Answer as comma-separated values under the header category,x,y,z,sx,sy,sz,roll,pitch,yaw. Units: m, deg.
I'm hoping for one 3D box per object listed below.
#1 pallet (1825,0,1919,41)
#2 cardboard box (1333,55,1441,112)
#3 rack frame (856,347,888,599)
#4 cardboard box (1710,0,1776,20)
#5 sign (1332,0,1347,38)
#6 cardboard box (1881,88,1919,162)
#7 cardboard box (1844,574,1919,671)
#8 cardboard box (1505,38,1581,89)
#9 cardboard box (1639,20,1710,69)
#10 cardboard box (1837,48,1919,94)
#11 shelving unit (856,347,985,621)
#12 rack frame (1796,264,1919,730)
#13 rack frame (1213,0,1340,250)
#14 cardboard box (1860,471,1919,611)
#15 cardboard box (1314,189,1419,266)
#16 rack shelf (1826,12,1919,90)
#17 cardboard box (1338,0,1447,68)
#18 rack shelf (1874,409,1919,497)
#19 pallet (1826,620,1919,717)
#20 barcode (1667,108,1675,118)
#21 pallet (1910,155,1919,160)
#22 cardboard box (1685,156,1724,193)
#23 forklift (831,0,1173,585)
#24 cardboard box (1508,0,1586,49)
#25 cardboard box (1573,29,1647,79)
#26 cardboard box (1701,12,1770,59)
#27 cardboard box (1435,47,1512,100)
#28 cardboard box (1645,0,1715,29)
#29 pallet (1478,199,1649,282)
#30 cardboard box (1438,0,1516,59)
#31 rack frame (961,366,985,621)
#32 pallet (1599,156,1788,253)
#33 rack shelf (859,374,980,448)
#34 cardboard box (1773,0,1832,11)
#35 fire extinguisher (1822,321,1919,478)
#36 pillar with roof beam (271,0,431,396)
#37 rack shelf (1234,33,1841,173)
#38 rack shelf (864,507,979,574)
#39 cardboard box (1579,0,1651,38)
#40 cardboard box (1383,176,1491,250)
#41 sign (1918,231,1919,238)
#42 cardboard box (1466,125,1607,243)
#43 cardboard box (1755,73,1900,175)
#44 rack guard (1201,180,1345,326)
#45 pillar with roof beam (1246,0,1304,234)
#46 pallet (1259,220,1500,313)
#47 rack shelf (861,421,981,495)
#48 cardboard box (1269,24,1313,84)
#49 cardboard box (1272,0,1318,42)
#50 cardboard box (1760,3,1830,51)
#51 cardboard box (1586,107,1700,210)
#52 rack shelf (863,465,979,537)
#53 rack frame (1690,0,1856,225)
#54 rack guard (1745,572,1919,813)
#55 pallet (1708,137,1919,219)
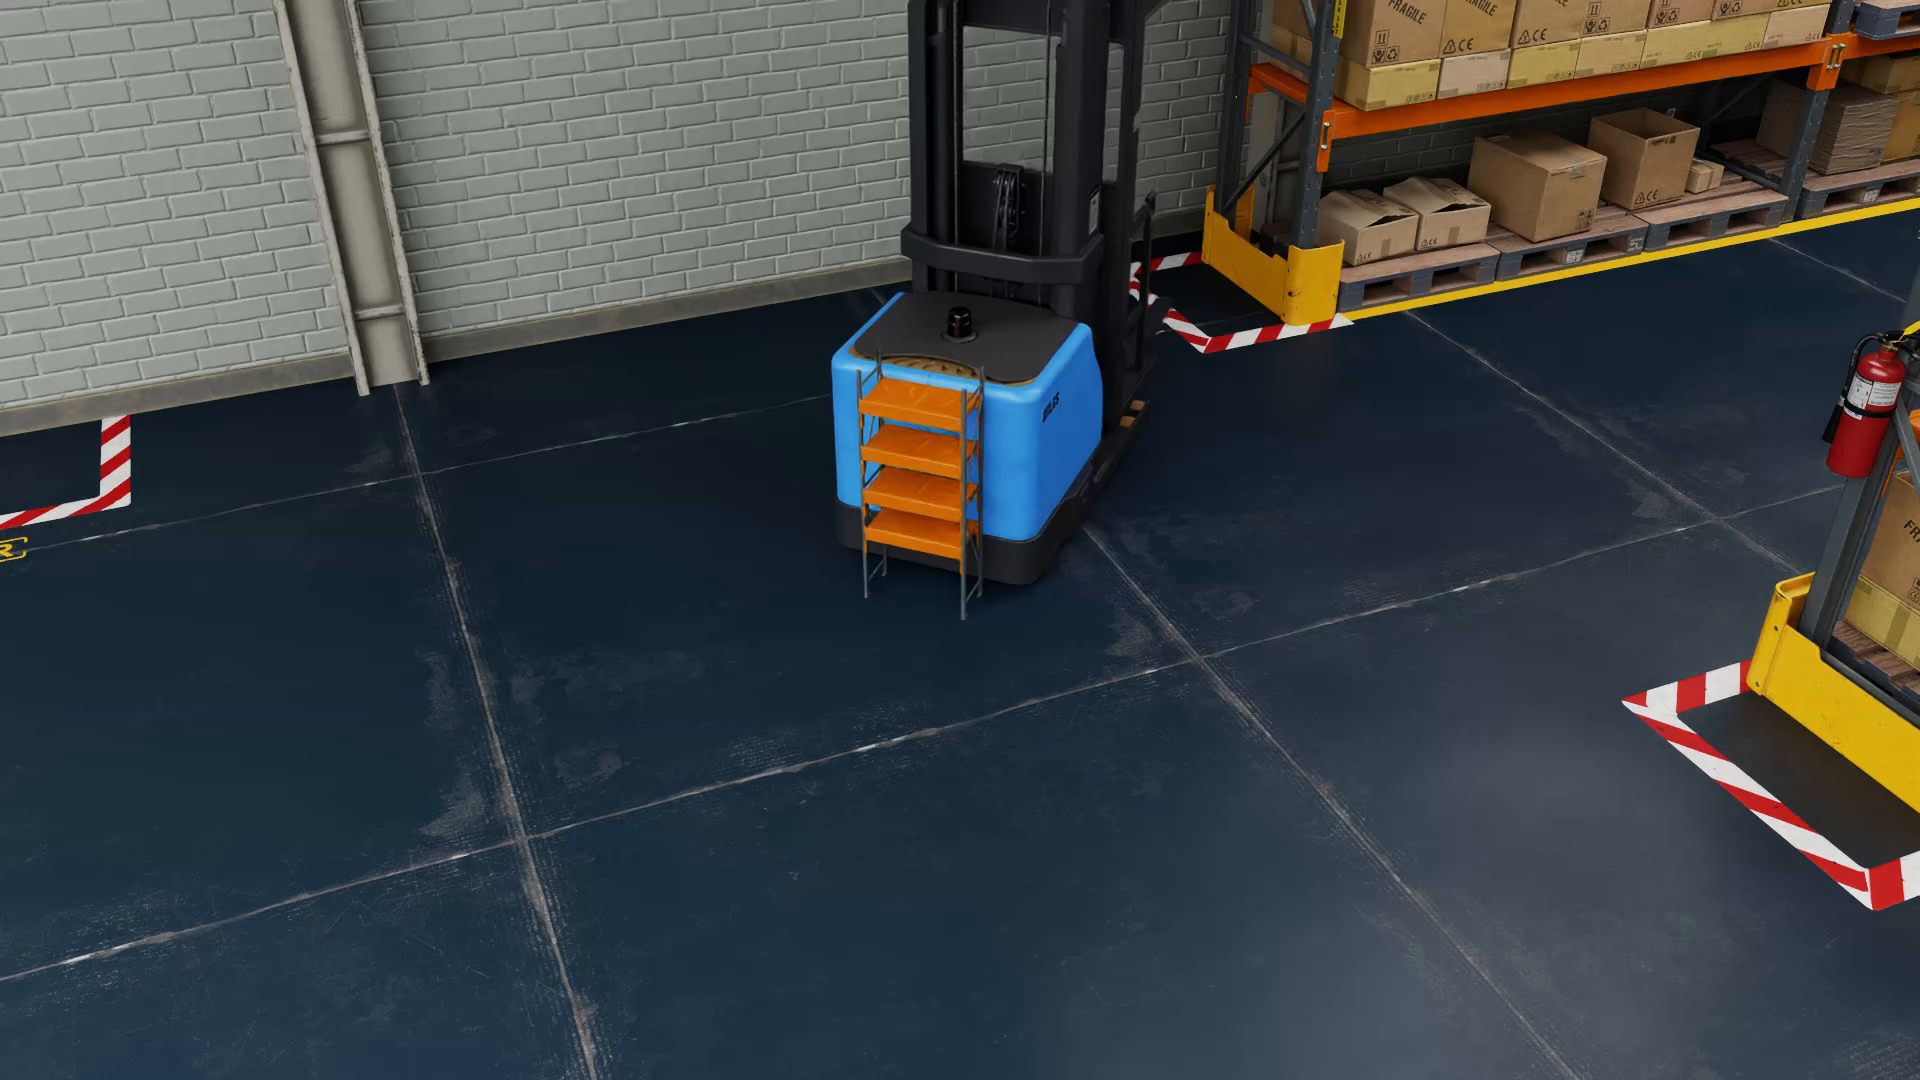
category,x,y,z,sx,sy,sz,roll,pitch,yaw
pallet,6.359,-3.736,11.418,1.213,0.211,1.003,-13,35,-19
cardboard box,2.483,-2.773,9.880,0.500,0.250,0.500,-14,36,-20
rack frame,-0.398,-0.288,7.592,0.015,1.200,0.240,12,35,18
cardboard box,4.824,-3.625,10.502,0.500,0.500,0.500,-13,35,-19
sign,2.120,-2.974,9.277,0.005,0.325,0.100,-13,35,-19
cardboard box,6.727,-3.163,12.250,0.500,0.500,0.700,-14,35,-20
cardboard box,4.211,0.321,7.142,0.500,0.250,0.500,-13,35,-19
cardboard box,3.428,-2.994,10.221,0.500,0.250,0.500,-13,35,-20
cardboard box,4.358,-3.207,10.547,0.500,0.250,0.500,-13,35,-19
cardboard box,6.675,-3.438,11.984,0.500,0.250,0.500,-14,35,-20
shelving unit,-0.171,-0.240,7.518,0.503,1.200,0.258,12,35,18
rack frame,3.831,-0.394,6.105,0.127,3.000,1.000,-13,35,-19
rack frame,1.910,-2.884,9.932,0.127,3.000,1.000,-13,35,-19
cardboard box,4.210,0.006,6.940,0.500,0.500,0.500,-13,35,-19
cardboard box,2.583,-2.042,10.700,0.500,0.311,0.500,-17,37,-24
rack shelf,7.442,-3.849,12.075,4.000,0.370,1.077,-13,35,-19
cardboard box,2.466,-3.093,9.685,0.500,0.500,0.500,-13,35,-19
rack shelf,5.675,-0.514,6.950,4.000,0.370,1.077,-13,35,-19
pallet,4.520,0.593,7.146,1.213,0.211,1.003,-13,35,-19
barcode,5.007,-3.006,11.715,0.075,0.075,0.001,-13,35,-19
pallet,7.442,-2.984,12.643,1.213,0.211,1.003,-13,35,-19
cardboard box,5.116,-2.597,11.686,0.250,0.166,0.380,-18,37,-25
forklift,0.413,-1.812,8.348,1.130,2.935,3.031,12,35,18
cardboard box,3.405,-3.299,10.001,0.500,0.500,0.500,-14,36,-20
cardboard box,3.895,-3.100,10.383,0.500,0.250,0.500,-13,35,-19
cardboard box,4.816,-3.320,10.722,0.500,0.250,0.500,-13,35,-19
cardboard box,2.956,-2.890,10.060,0.500,0.250,0.500,-14,36,-20
cardboard box,4.355,-3.524,10.347,0.500,0.500,0.500,-14,36,-20
pallet,3.866,-2.140,11.346,1.213,0.211,1.003,-13,35,-19
cardboard box,2.926,-3.193,9.838,0.500,0.500,0.500,-13,35,-19
rack frame,0.056,-0.191,7.444,0.015,1.200,0.240,12,35,18
pallet,4.993,-2.400,11.745,1.213,0.211,1.003,-13,35,-19
rack shelf,-0.171,-0.569,7.304,0.480,0.148,0.258,12,35,18
cardboard box,5.282,-3.733,10.668,0.500,0.500,0.500,-13,35,-19
fire extinguisher,3.542,-0.570,6.446,0.183,0.674,0.296,-13,35,-19
pillar with roof beam,-1.645,-2.550,3.917,0.400,9.000,9.100,-13,35,-19
rack shelf,3.754,-3.005,10.777,4.000,0.370,1.077,-13,35,-19
rack shelf,-0.171,-0.017,7.663,0.480,0.148,0.258,12,35,18
cardboard box,3.876,-3.414,10.178,0.500,0.500,0.500,-12,35,-17
cardboard box,3.108,-2.162,10.885,0.500,0.311,0.500,-10,34,-15
sign,3.634,-1.254,6.148,0.005,0.325,0.100,-13,35,-19
cardboard box,3.804,-2.372,11.033,0.500,0.500,0.700,-15,36,-22
cardboard box,6.270,-3.029,12.043,0.500,0.500,0.700,-12,35,-17
rack guard,1.980,-1.852,10.638,0.348,0.500,1.175,-13,35,-19
pillar with roof beam,3.887,-3.816,5.864,0.400,9.000,9.100,-13,35,-19
pallet,2.743,-1.885,10.953,1.213,0.211,1.003,-13,35,-19
rack shelf,-0.171,-0.371,7.433,0.480,0.148,0.258,12,35,18
cardboard box,2.266,-3.026,10.269,0.500,0.250,0.500,-12,35,-18
cardboard box,2.262,-3.350,10.080,0.500,0.500,0.500,-13,35,-19
cardboard box,5.279,-3.422,10.877,0.500,0.250,0.500,-13,35,-19
cardboard box,4.657,-2.626,11.424,0.500,0.500,0.500,-16,36,-22
rack shelf,-0.171,-0.183,7.555,0.480,0.148,0.258,12,35,18
rack frame,5.598,-3.728,11.230,0.127,3.000,1.000,-13,35,-19
rack guard,3.809,0.659,6.779,0.348,0.500,1.175,-13,35,-19
pallet,6.315,-2.725,12.244,1.213,0.211,1.003,-13,35,-19
